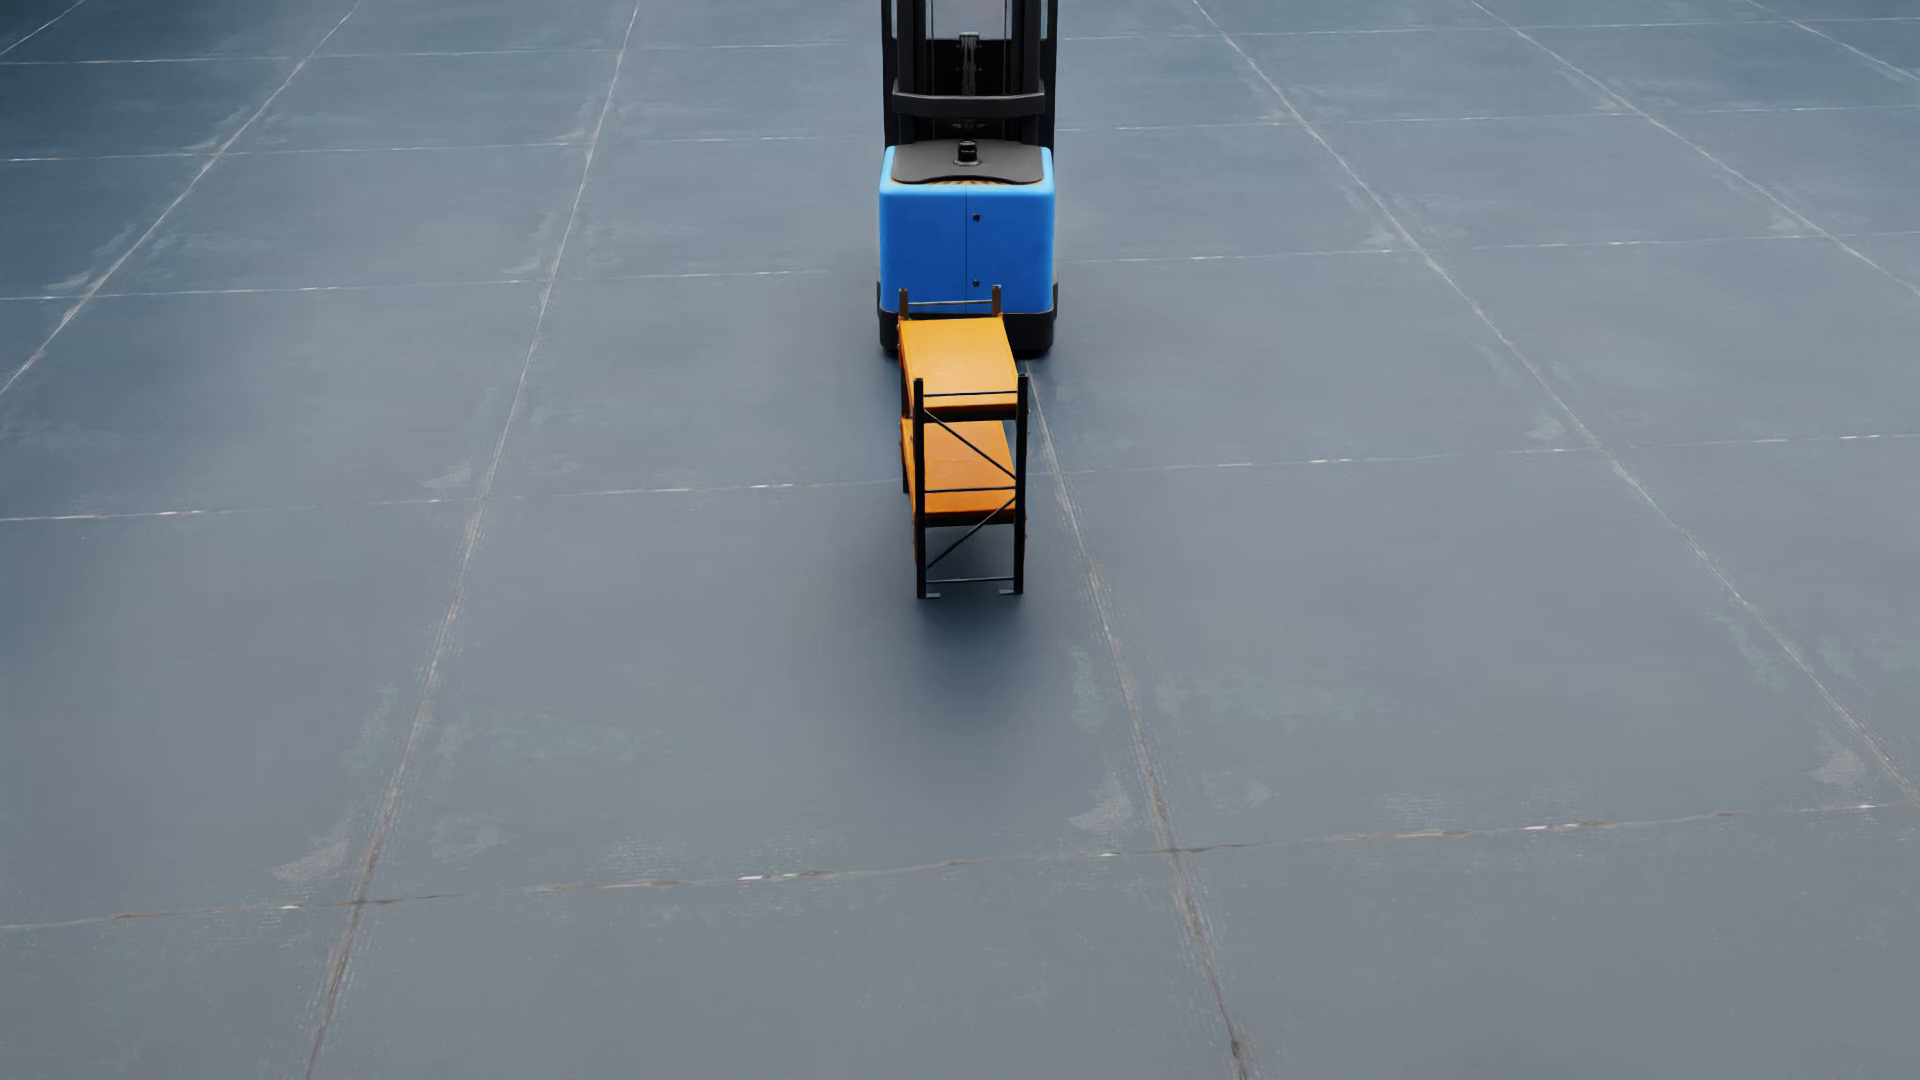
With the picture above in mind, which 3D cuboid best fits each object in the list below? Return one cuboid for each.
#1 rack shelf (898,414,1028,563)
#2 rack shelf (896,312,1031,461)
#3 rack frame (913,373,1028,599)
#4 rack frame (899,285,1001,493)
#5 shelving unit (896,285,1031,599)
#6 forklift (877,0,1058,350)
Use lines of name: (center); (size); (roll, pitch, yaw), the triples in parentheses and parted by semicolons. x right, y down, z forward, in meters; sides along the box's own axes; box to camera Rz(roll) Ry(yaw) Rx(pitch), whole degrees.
rack shelf: (-0.001, -0.276, 8.093); (0.538, 0.278, 1.000); (-3, 31, -5)
rack shelf: (-0.001, -0.738, 7.817); (0.538, 0.278, 1.000); (-3, 31, -5)
rack frame: (0.047, -0.227, 7.533); (0.500, 1.125, 0.032); (-3, 31, -5)
rack frame: (-0.048, -0.746, 8.402); (0.500, 1.125, 0.032); (-3, 31, -5)
shelving unit: (-0.001, -0.486, 7.967); (0.538, 1.125, 1.048); (-3, 31, -5)
forklift: (0.063, -3.120, 10.615); (1.130, 2.935, 3.031); (1, 31, 1)
